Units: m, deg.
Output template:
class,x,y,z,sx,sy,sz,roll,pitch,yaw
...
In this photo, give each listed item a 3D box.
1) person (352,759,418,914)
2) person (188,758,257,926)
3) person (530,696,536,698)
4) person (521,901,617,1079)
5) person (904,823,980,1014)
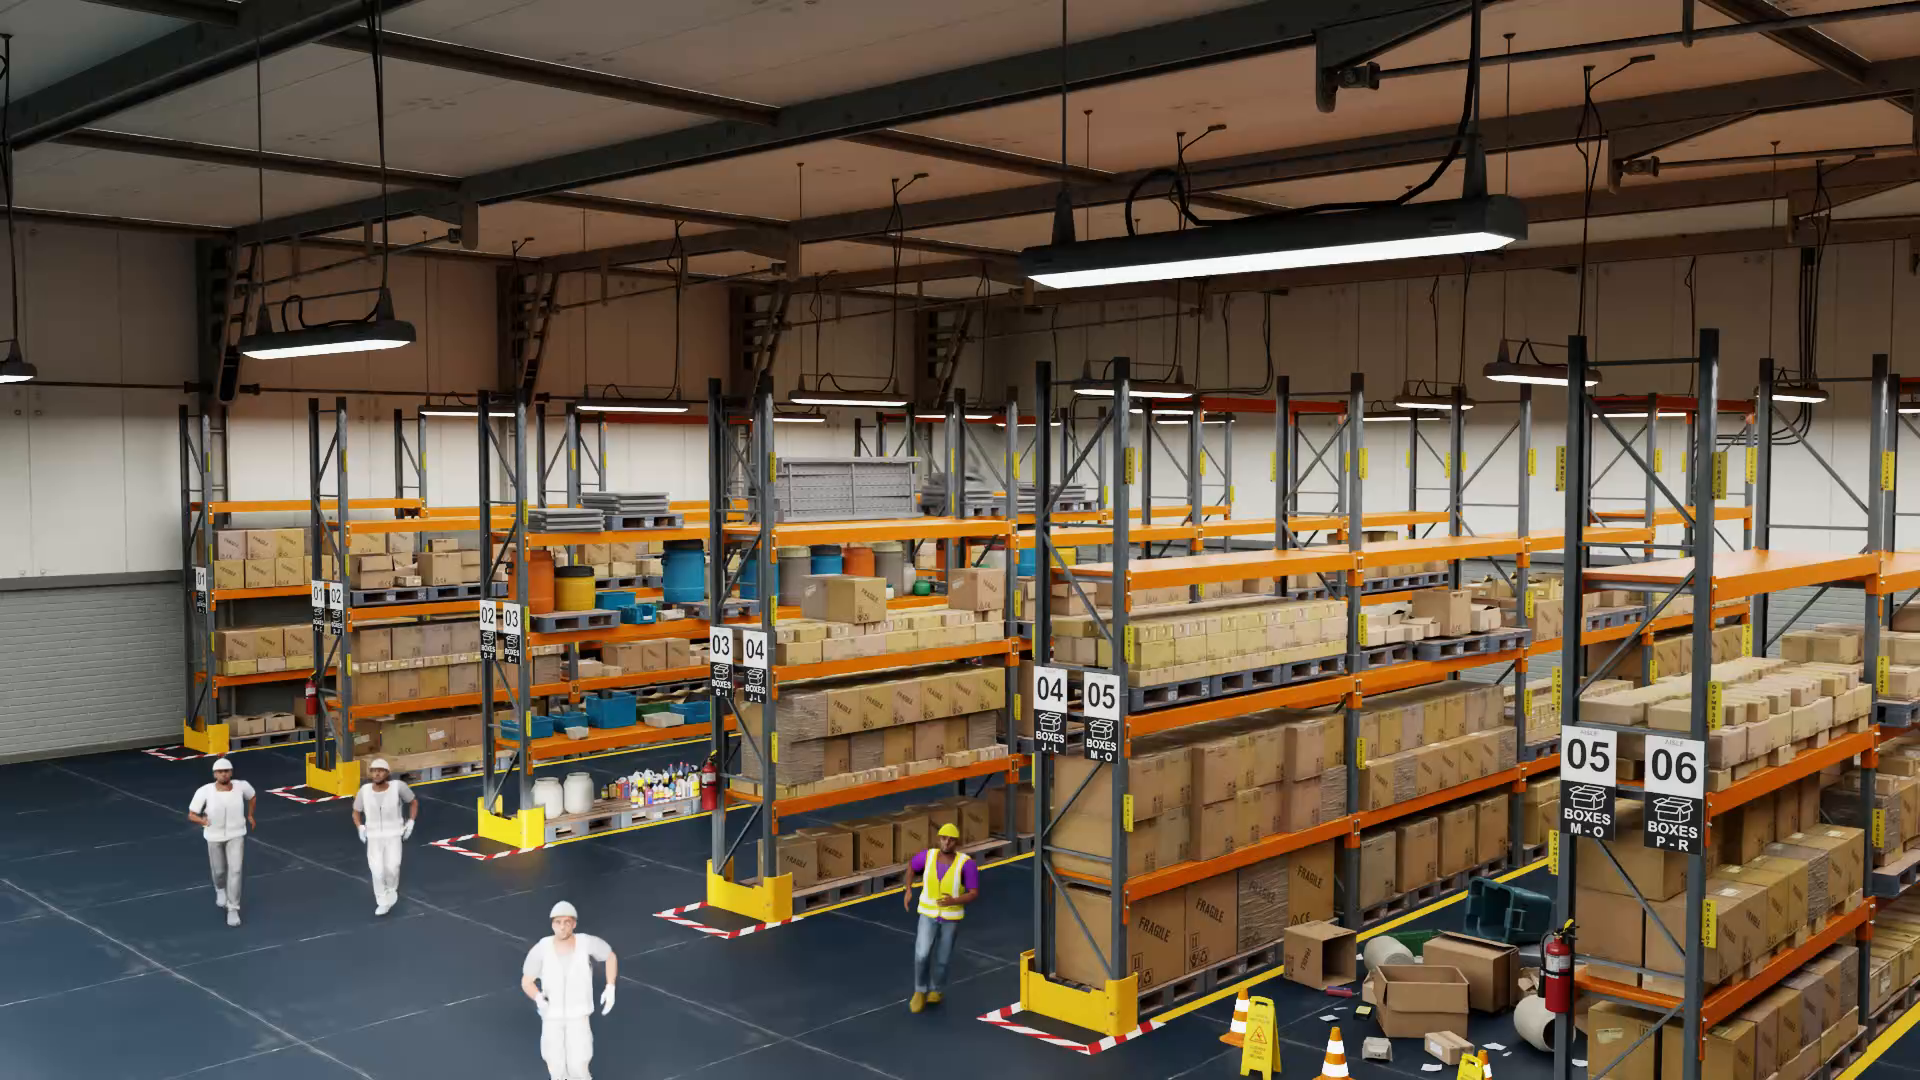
class,x,y,z,sx,sy,sz,roll,pitch,yaw
person,-6.442,3.315,18.583,0.690,1.739,0.525,-1,3,-11
person,-8.132,3.287,18.368,0.699,1.766,0.988,-1,3,-24
person,-7.815,2.704,30.093,0.640,1.836,0.727,3,4,42
person,-2.949,3.625,12.521,0.690,1.821,0.710,0,3,-7
person,-0.174,3.483,15.373,0.713,1.743,0.660,0,3,3
